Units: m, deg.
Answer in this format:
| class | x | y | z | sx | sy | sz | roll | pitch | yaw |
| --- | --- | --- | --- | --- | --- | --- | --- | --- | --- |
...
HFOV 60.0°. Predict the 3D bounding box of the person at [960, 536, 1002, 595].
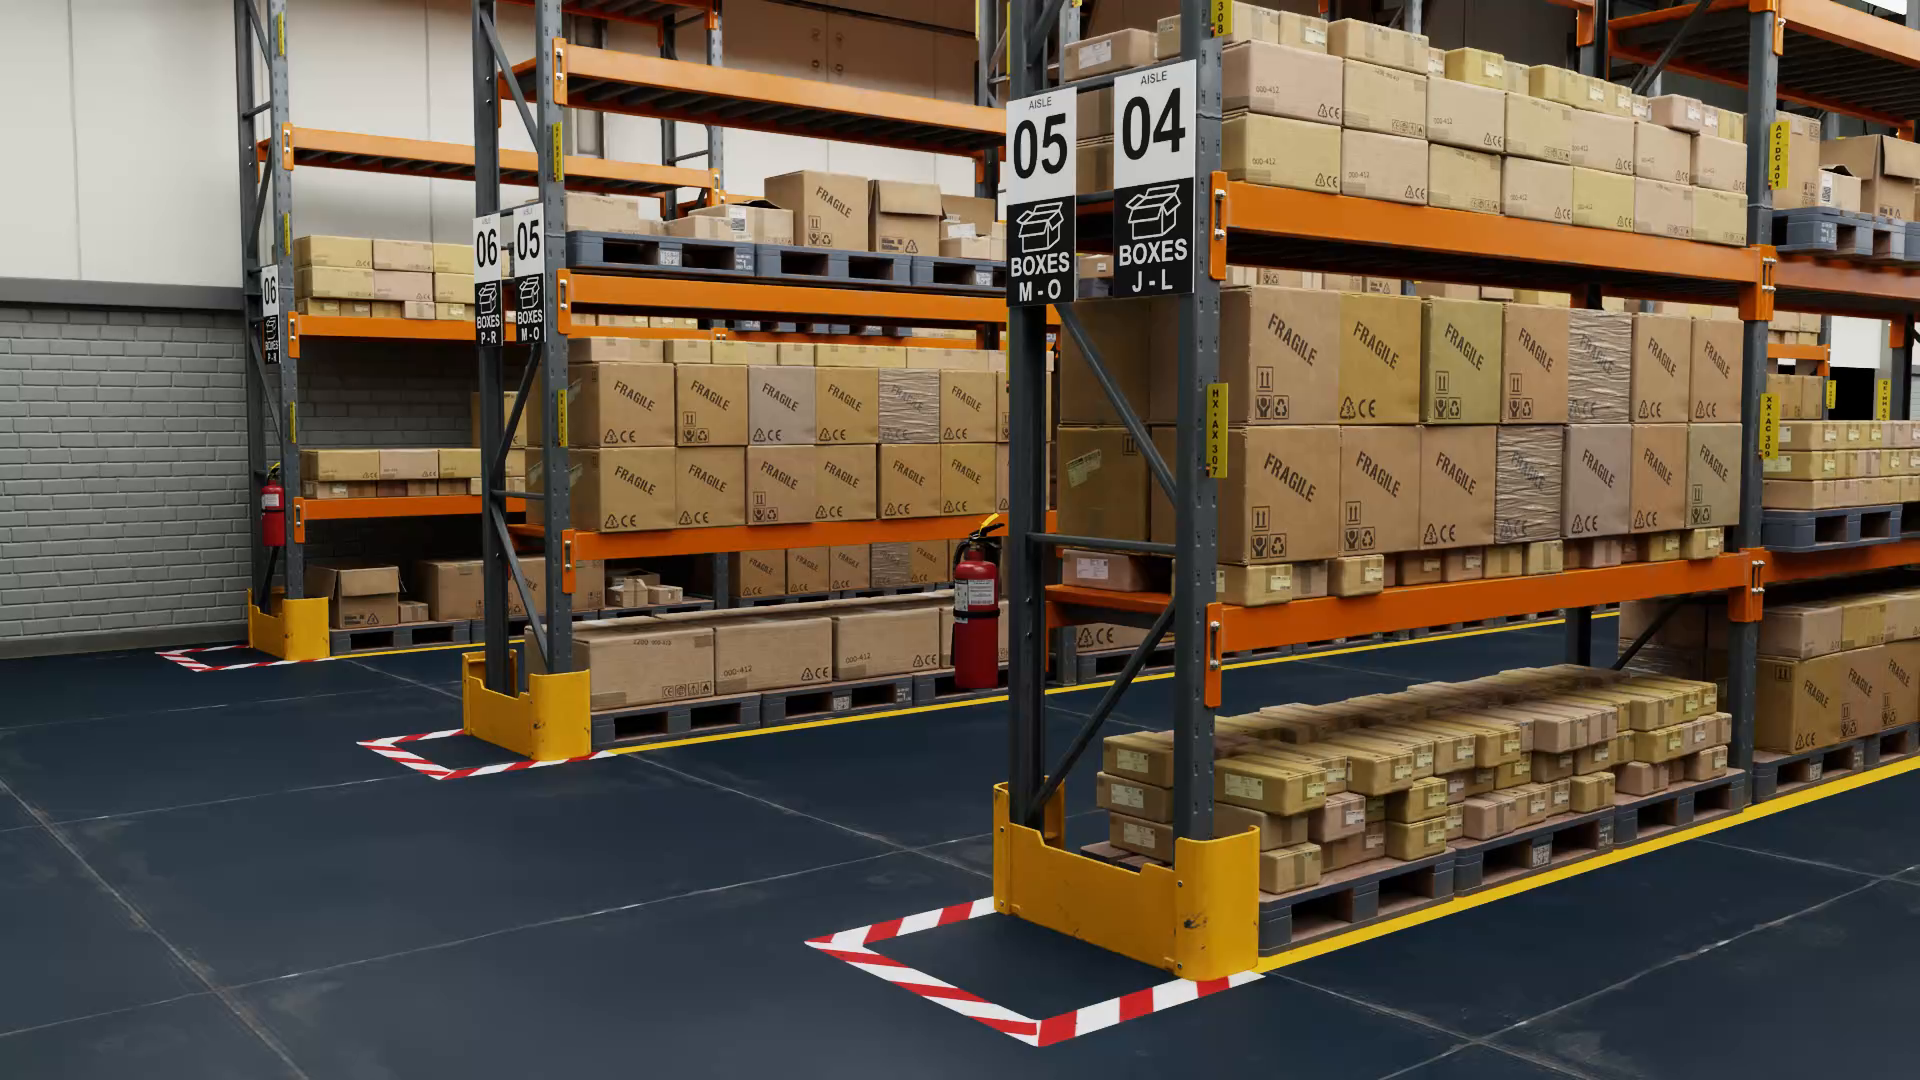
| class | x | y | z | sx | sy | sz | roll | pitch | yaw |
| --- | --- | --- | --- | --- | --- | --- | --- | --- | --- |
| person | 0.209 | -0.019 | 16.151 | 0.532 | 1.623 | 0.360 | -3 | 5 | -37 |
